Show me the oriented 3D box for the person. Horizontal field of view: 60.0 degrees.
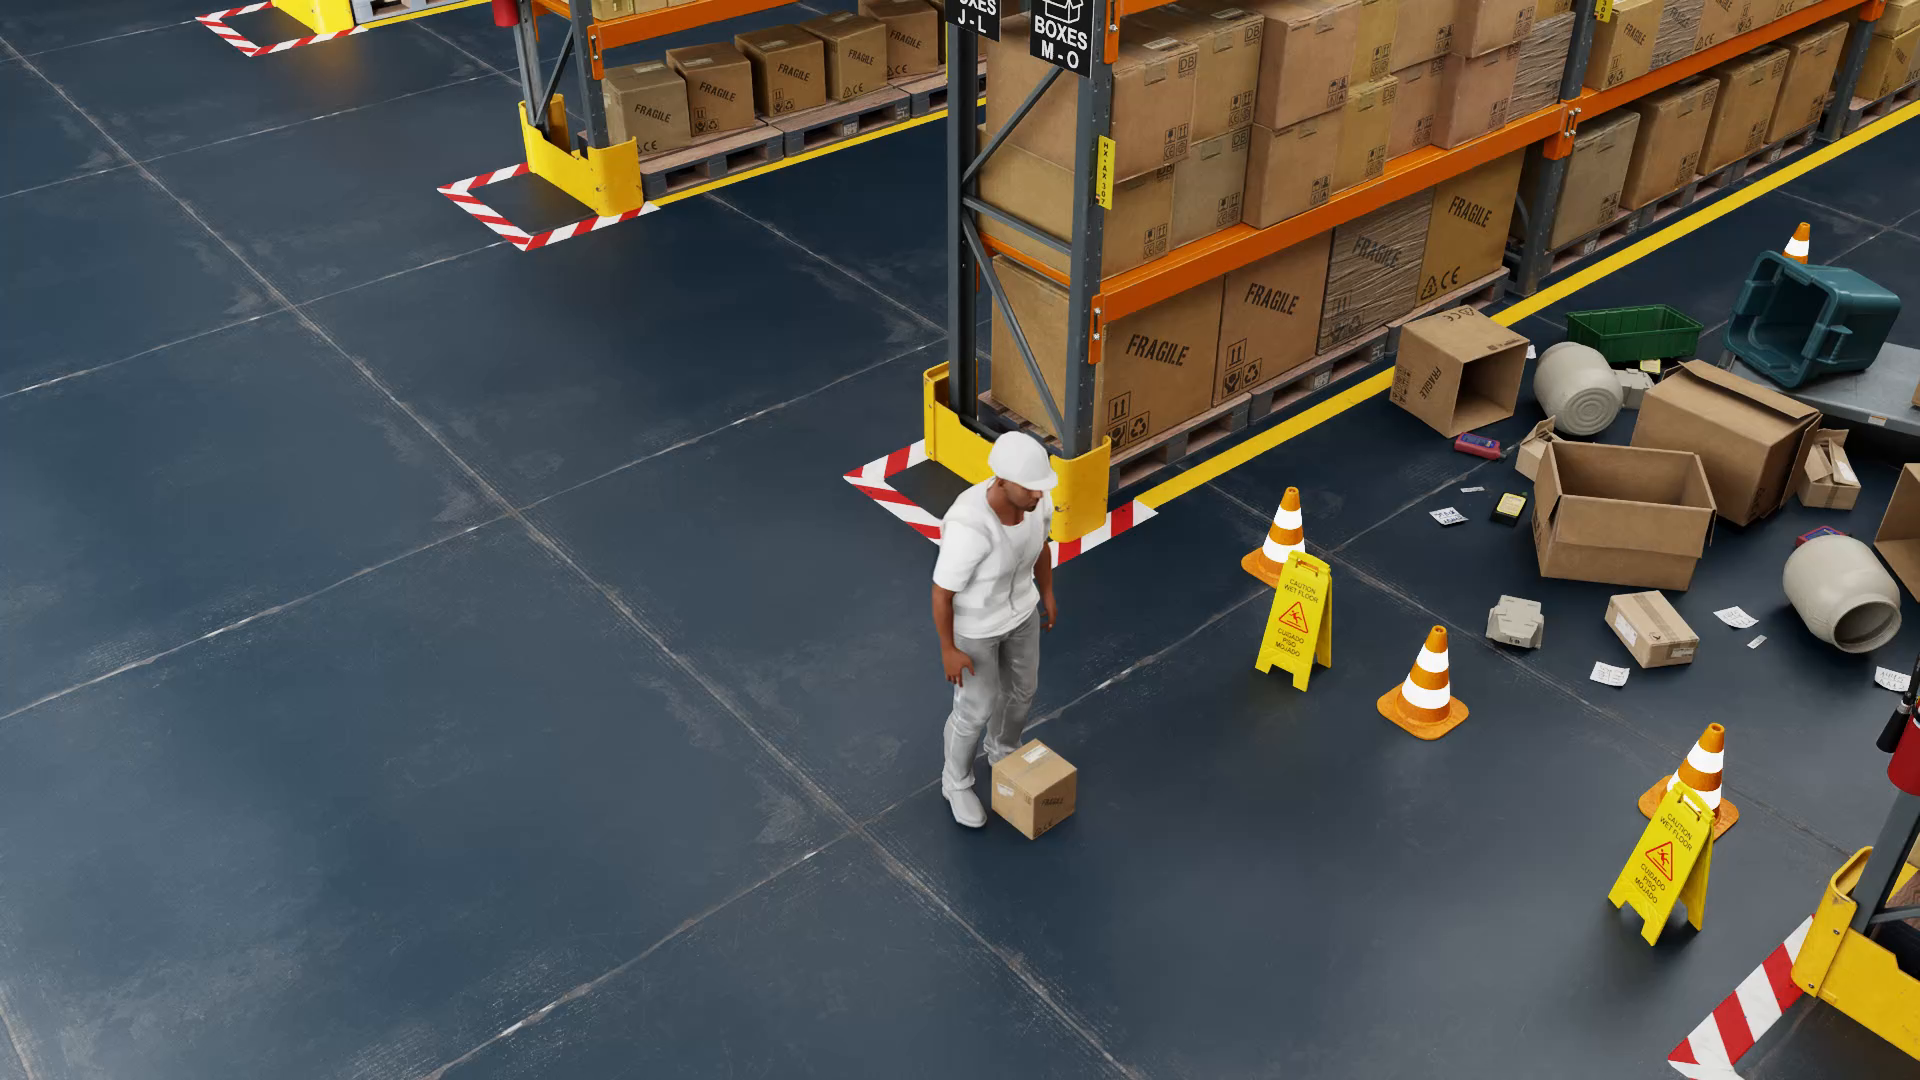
[{"bbox_3d":[0.160,0.320,6.619,0.633,1.759,0.459,-29,45,-34],"label":"person"}]
